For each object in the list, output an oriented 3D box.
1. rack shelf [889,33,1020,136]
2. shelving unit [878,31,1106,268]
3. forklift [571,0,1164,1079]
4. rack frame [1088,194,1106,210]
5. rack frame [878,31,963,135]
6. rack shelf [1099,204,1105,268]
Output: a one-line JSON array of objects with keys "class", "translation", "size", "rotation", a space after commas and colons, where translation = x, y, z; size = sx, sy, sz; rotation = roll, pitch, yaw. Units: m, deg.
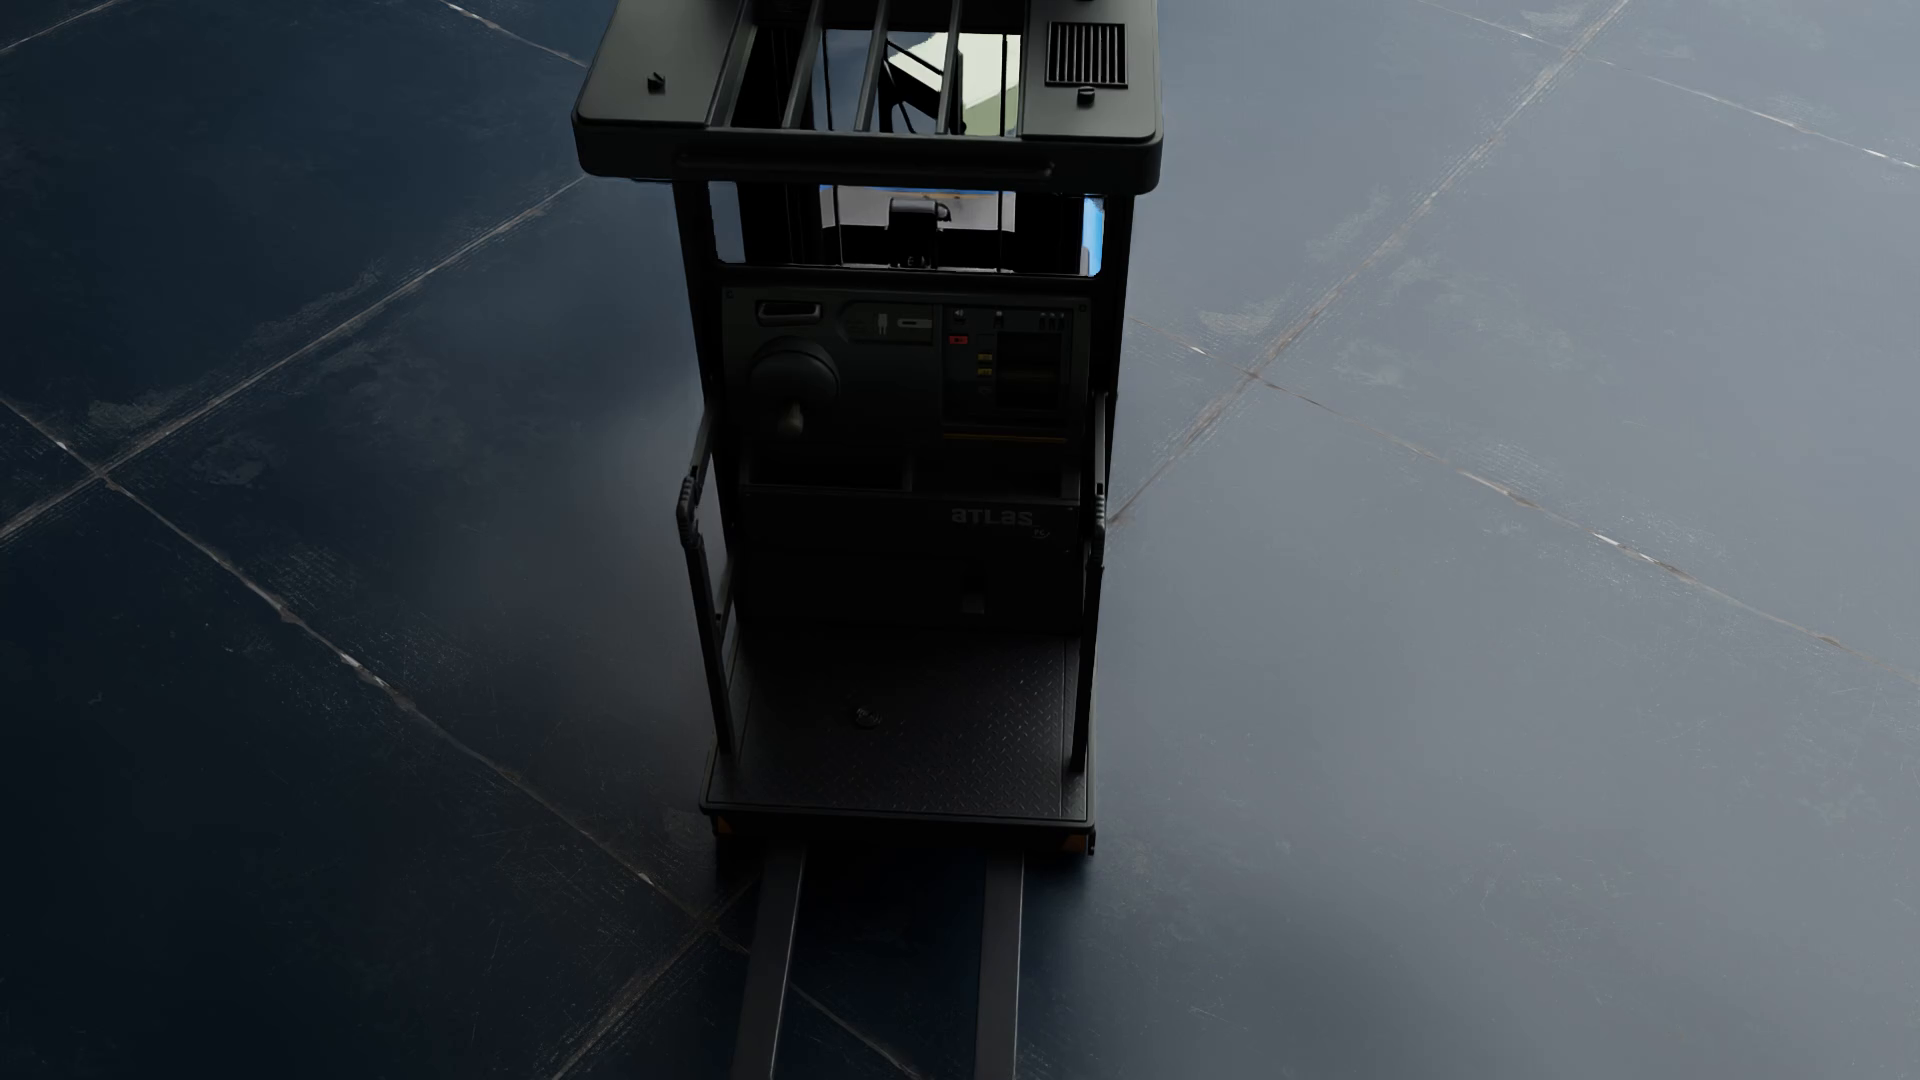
[{"class": "rack shelf", "translation": [0.143, -1.528, 5.633], "size": [0.720, 0.370, 0.431], "rotation": [-33, 54, -27]}, {"class": "shelving unit", "translation": [0.143, -1.258, 5.915], "size": [0.755, 1.500, 0.431], "rotation": [-33, 54, -27]}, {"class": "forklift", "translation": [-0.148, -0.352, 4.059], "size": [1.130, 2.935, 3.031], "rotation": [3, 46, 2]}, {"class": "rack frame", "translation": [0.417, -1.433, 6.082], "size": [0.023, 1.500, 0.400], "rotation": [-33, 54, -27]}, {"class": "rack frame", "translation": [-0.132, -1.083, 5.747], "size": [0.023, 1.500, 0.400], "rotation": [-33, 54, -27]}, {"class": "rack shelf", "translation": [0.143, -1.033, 6.150], "size": [0.720, 0.370, 0.431], "rotation": [-33, 54, -27]}]
